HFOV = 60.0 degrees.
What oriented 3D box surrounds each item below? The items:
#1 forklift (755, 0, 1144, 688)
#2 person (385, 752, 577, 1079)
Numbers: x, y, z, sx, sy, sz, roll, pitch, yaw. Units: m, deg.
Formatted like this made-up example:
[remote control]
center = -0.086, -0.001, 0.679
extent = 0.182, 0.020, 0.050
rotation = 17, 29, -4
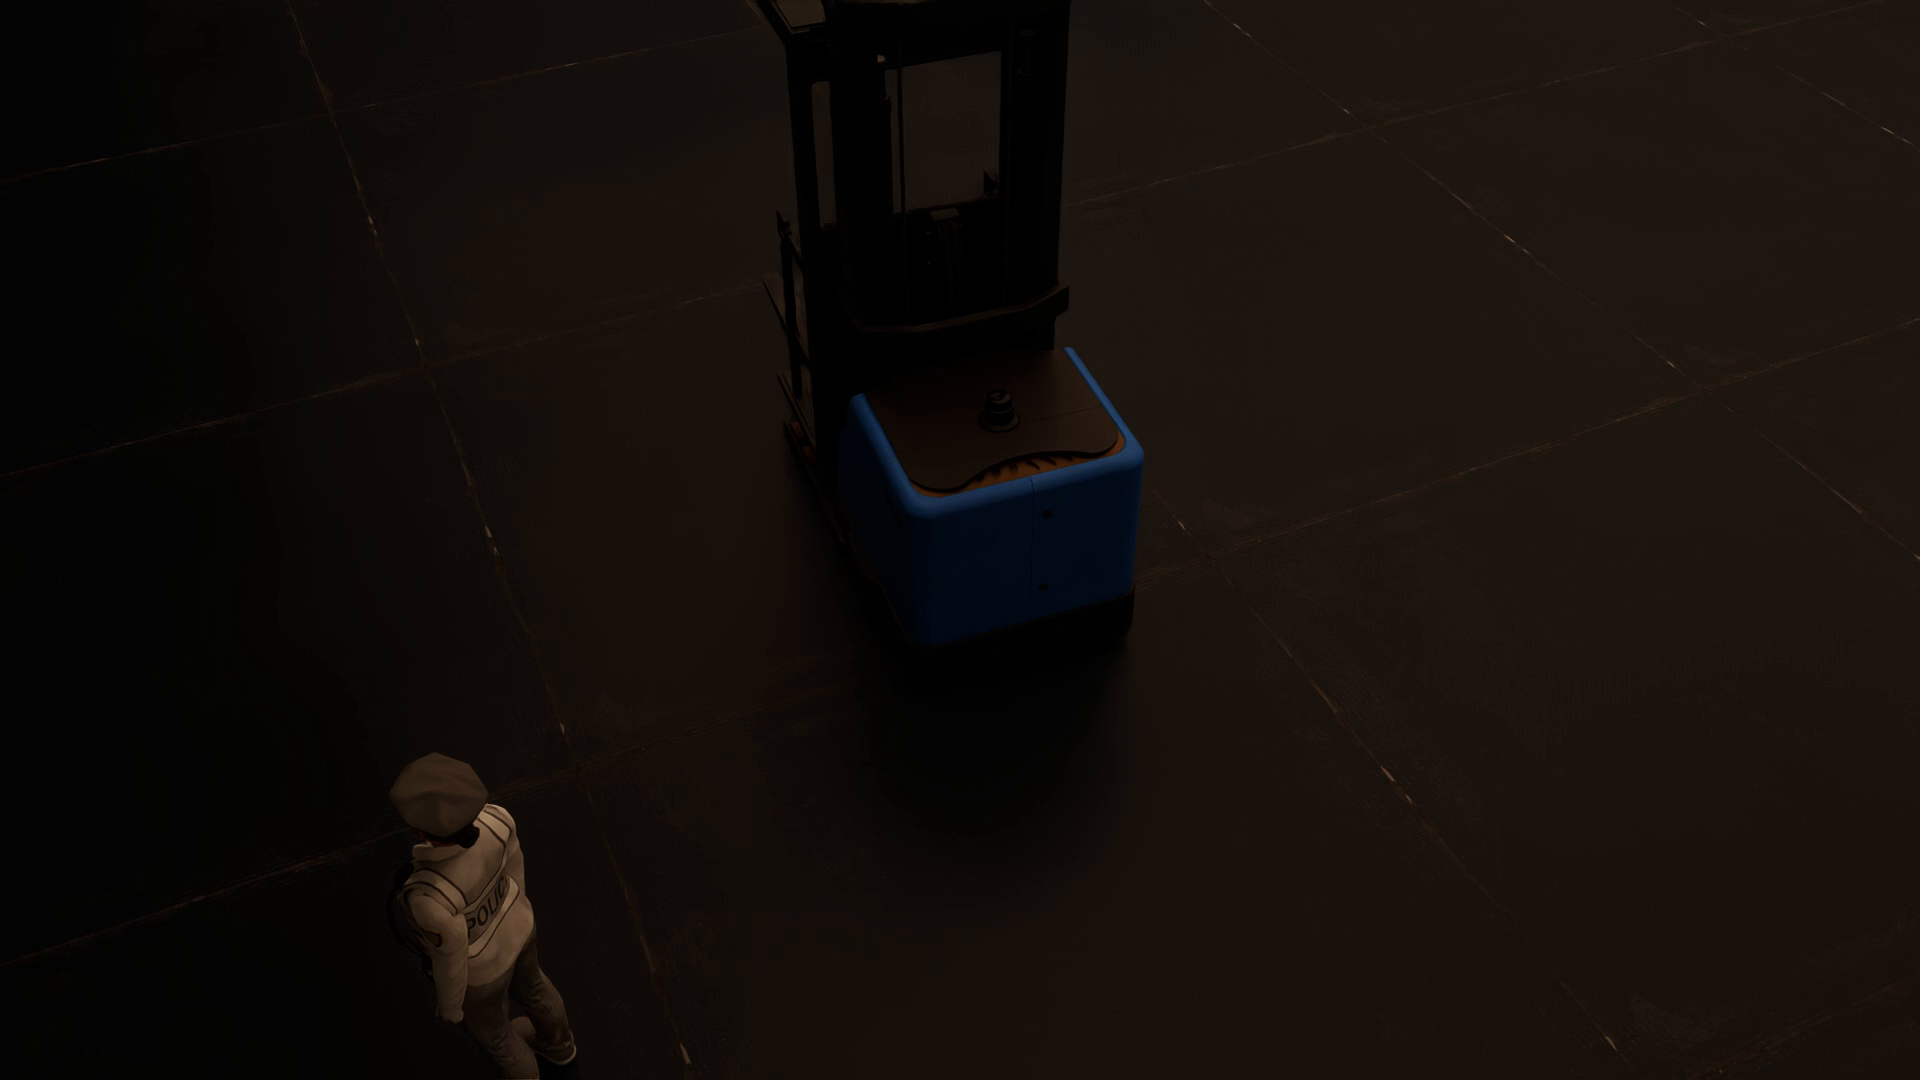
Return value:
[forklift]
center = -0.231, -1.464, 7.249
extent = 1.130, 2.935, 3.031
rotation = -14, 45, -15
[person]
center = -1.508, 1.277, 5.225
extent = 0.332, 1.691, 0.472
rotation = 13, 45, 14
